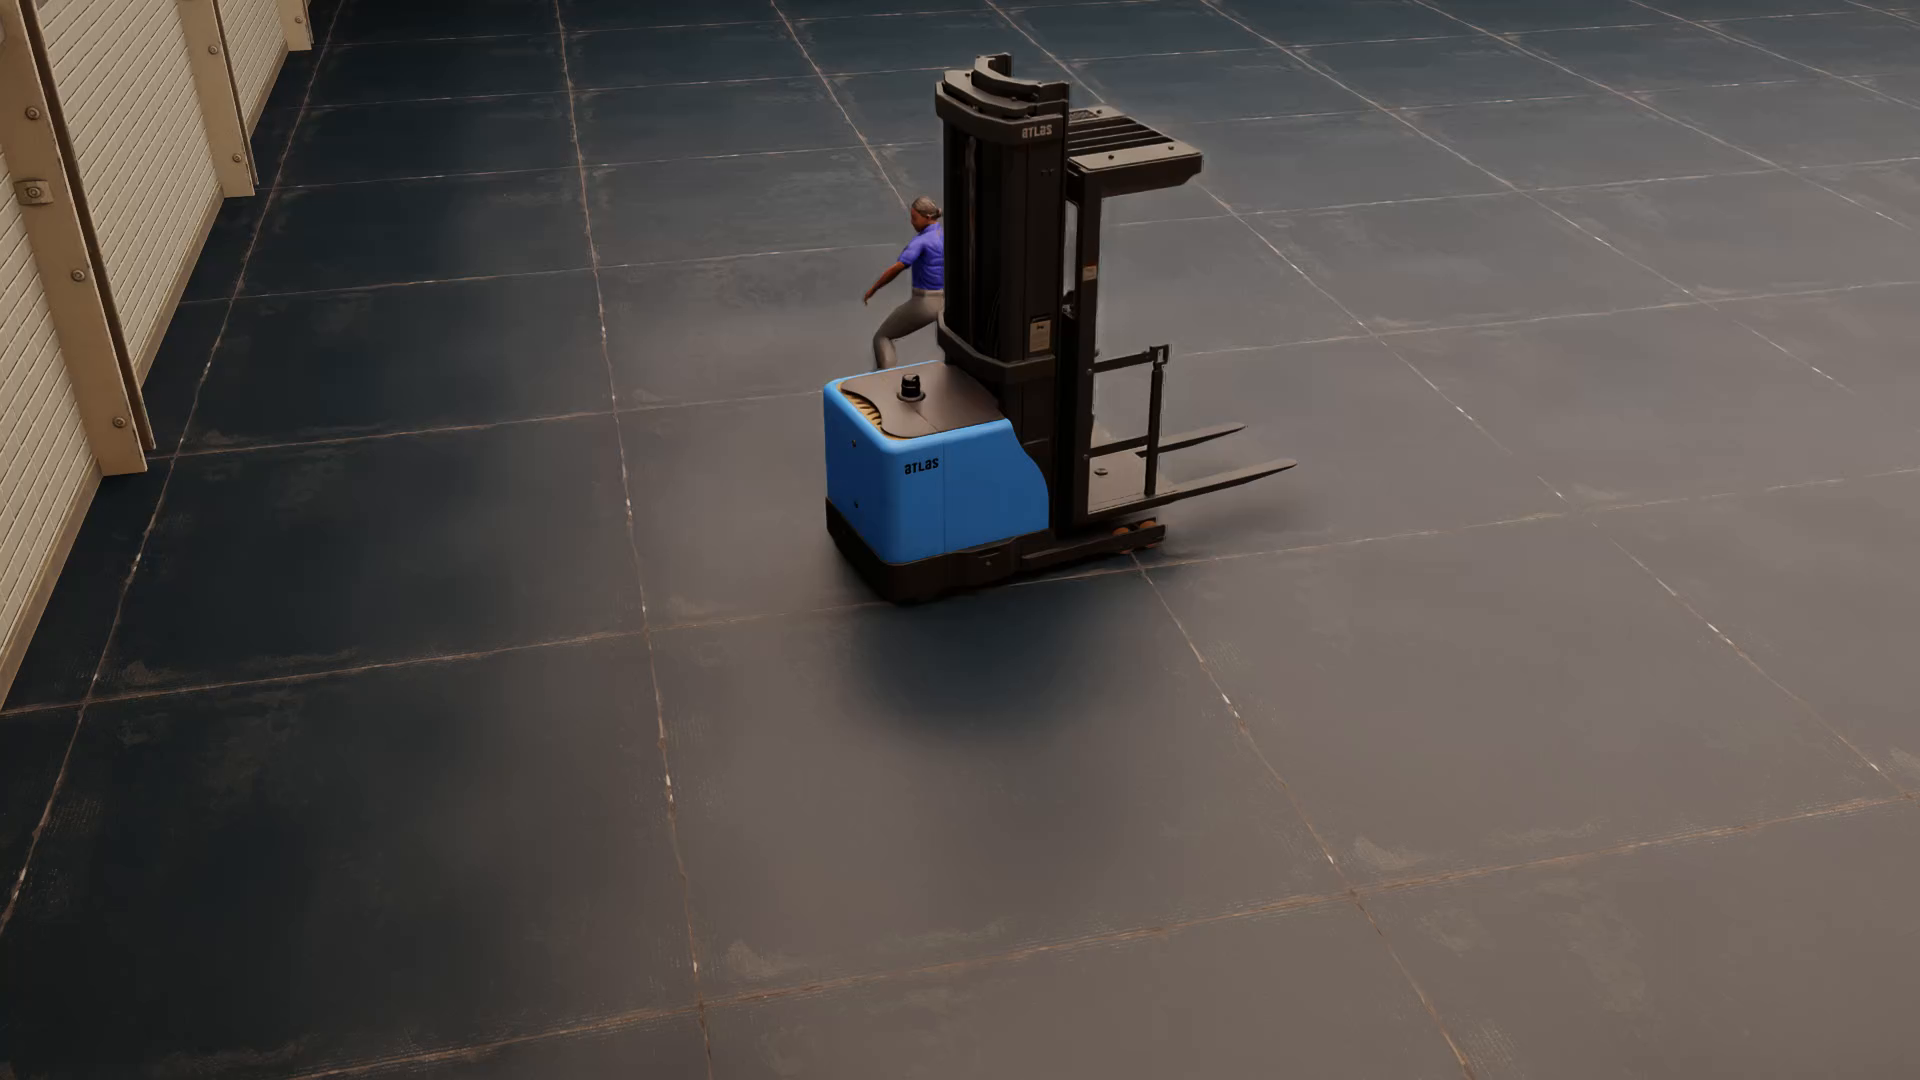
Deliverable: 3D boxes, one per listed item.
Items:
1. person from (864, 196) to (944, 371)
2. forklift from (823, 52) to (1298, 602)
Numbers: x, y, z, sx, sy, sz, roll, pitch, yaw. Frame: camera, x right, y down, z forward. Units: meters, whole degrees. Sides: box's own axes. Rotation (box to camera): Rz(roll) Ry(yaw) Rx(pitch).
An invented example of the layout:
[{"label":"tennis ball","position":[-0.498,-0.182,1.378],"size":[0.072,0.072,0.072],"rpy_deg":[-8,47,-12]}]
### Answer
[{"label":"person","position":[-0.187,-1.730,12.056],"size":[1.079,1.555,0.480],"rpy_deg":[-19,35,-29]},{"label":"forklift","position":[0.717,-1.402,9.996],"size":[3.031,2.935,1.130],"rpy_deg":[-14,33,-22]}]
